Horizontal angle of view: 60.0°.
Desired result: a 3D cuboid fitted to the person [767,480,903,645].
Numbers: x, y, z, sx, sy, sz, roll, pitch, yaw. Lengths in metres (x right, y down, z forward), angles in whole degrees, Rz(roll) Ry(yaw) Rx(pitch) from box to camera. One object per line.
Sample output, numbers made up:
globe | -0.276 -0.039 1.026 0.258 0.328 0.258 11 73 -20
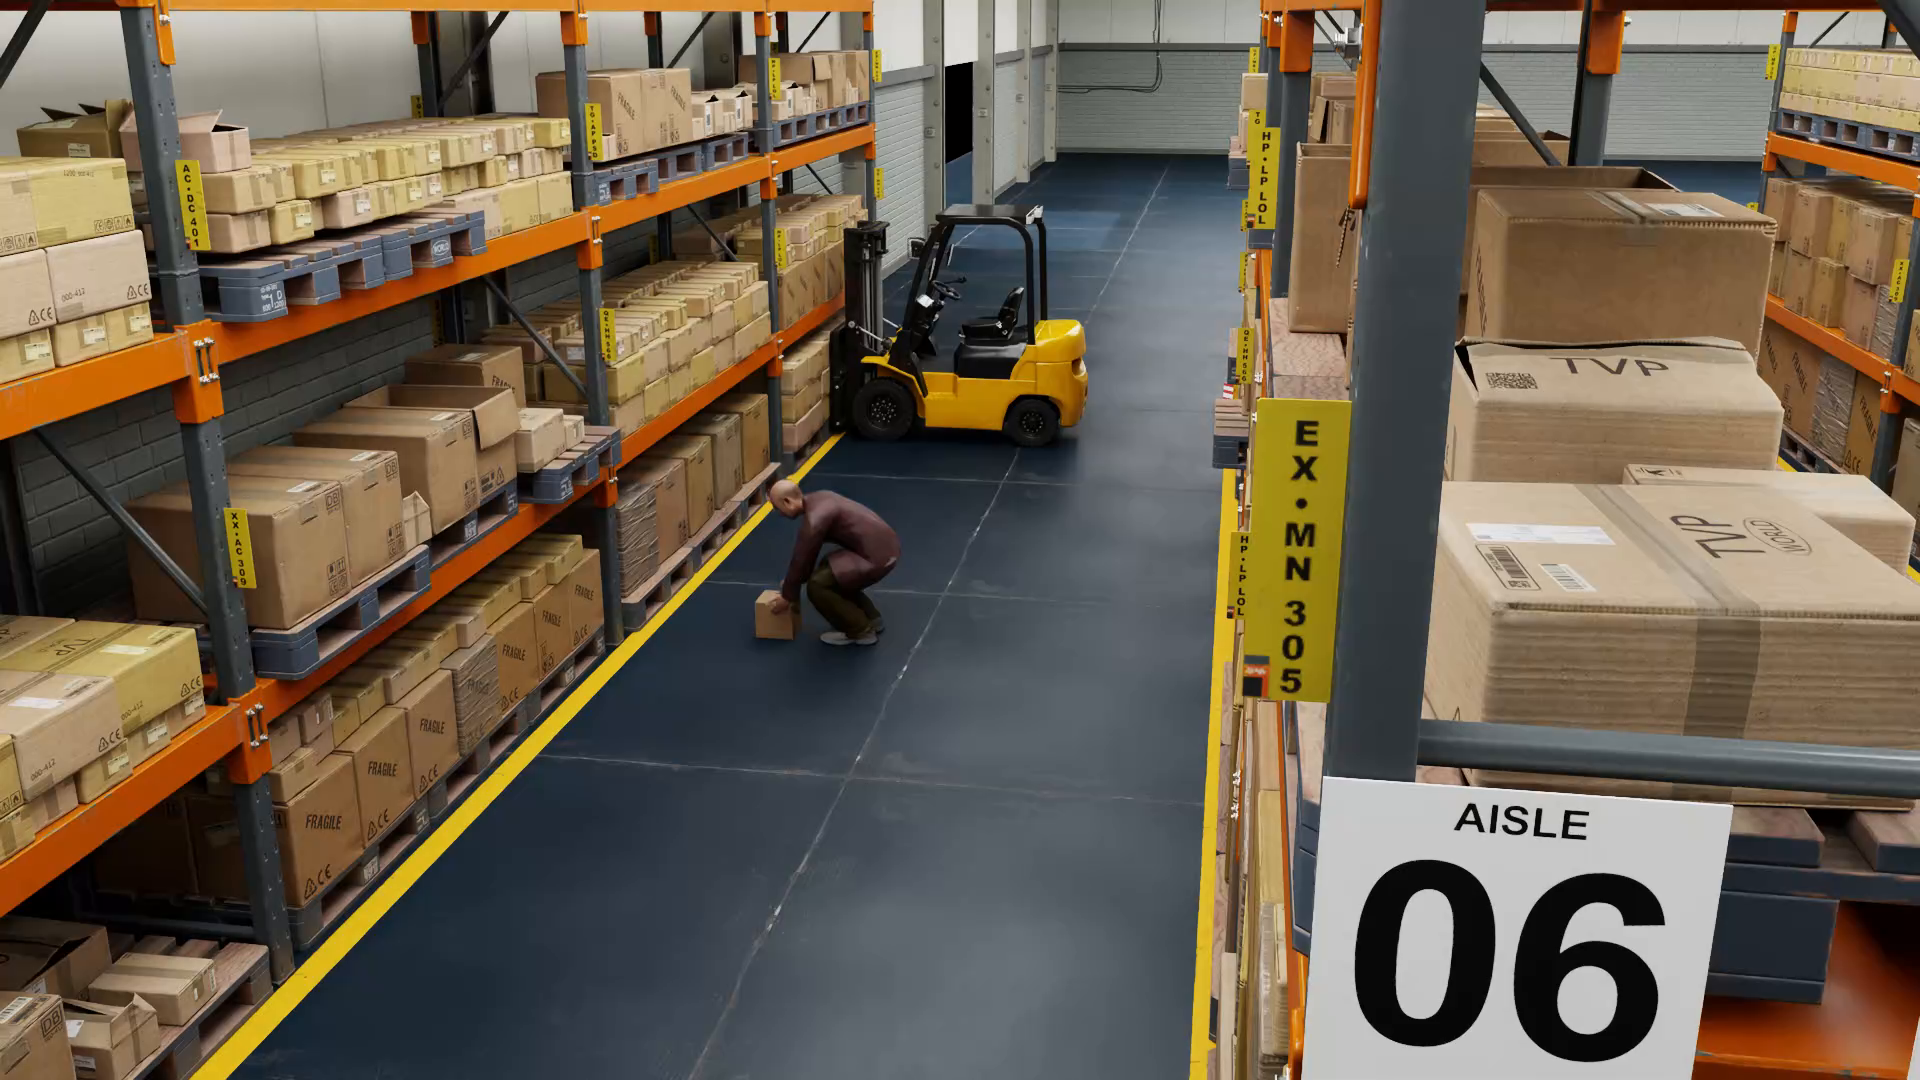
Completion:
person | -0.815 0.129 10.838 0.875 1.073 0.615 3 18 9
